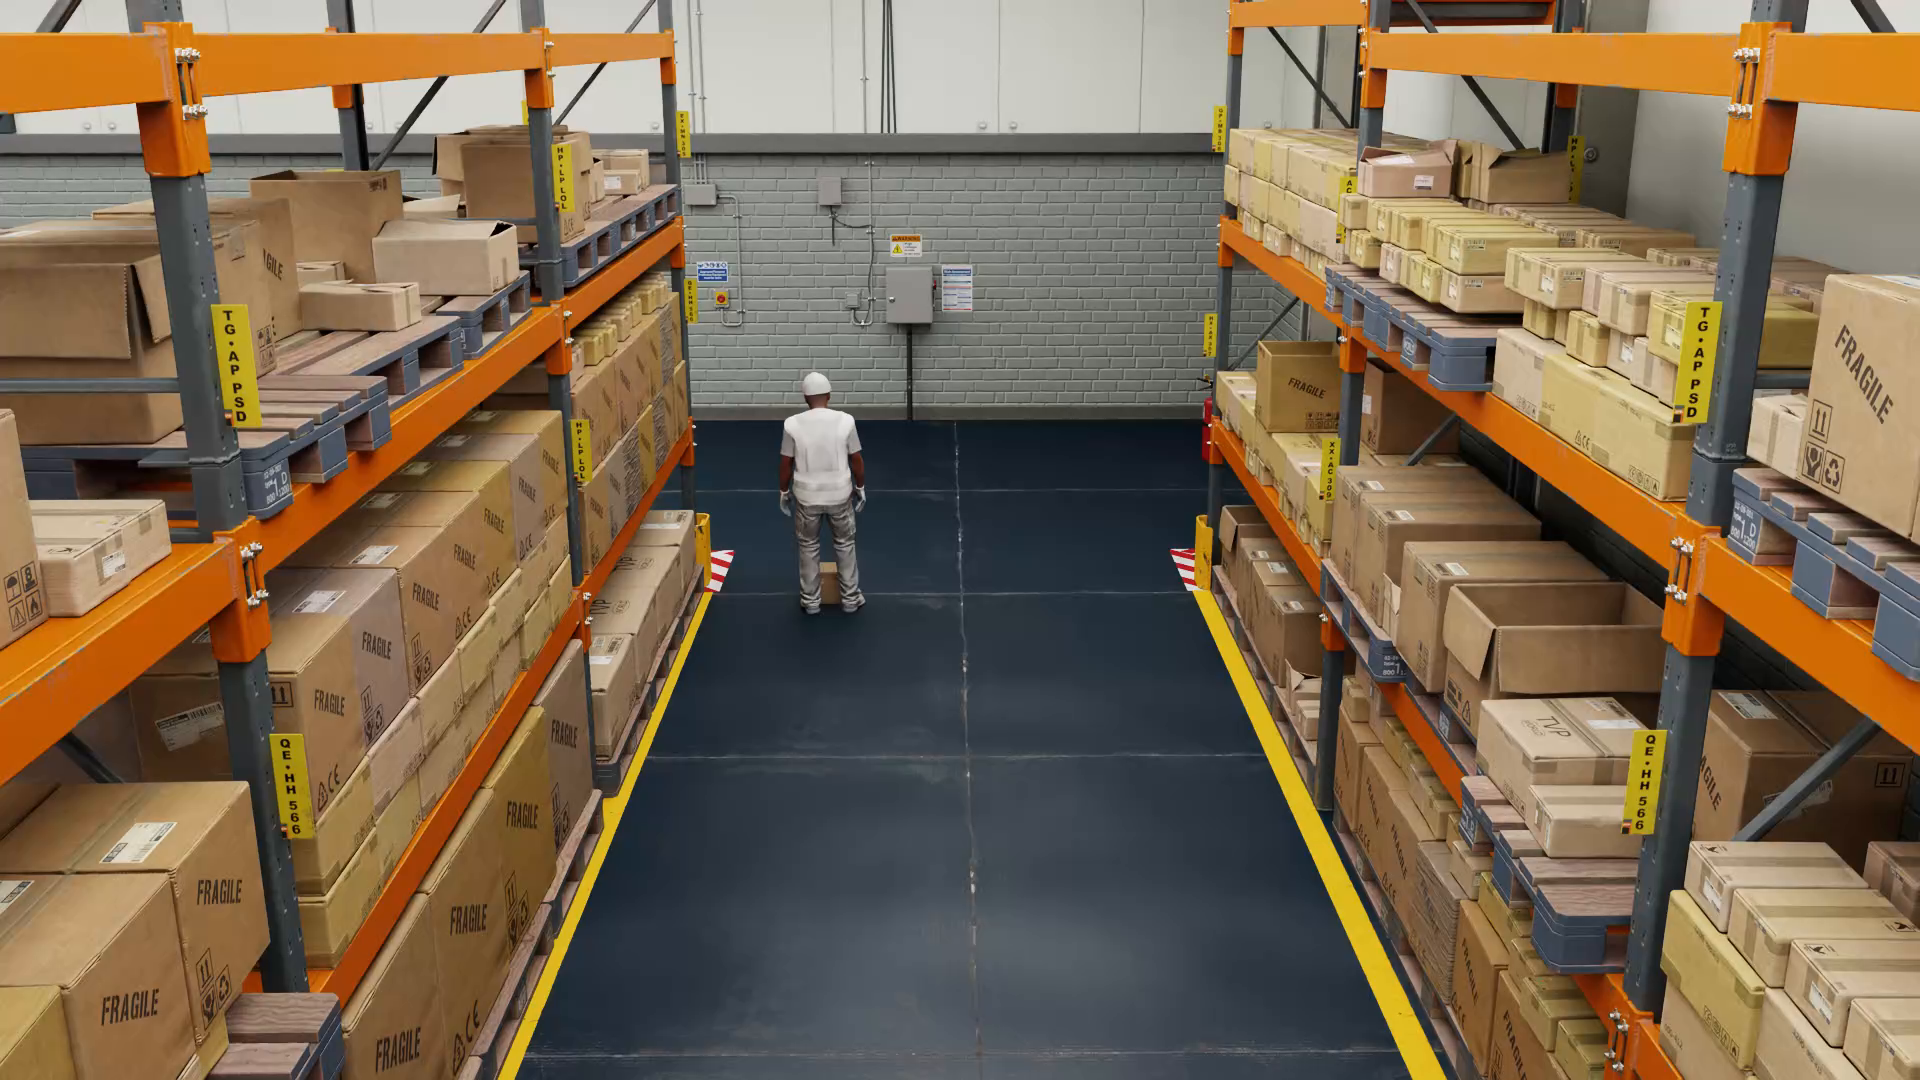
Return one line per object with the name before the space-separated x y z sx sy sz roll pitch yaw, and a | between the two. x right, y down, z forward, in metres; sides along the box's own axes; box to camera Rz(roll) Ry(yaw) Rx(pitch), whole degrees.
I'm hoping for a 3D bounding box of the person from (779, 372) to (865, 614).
person | -1.002 -0.335 12.124 0.627 1.774 0.450 -2 17 -6
